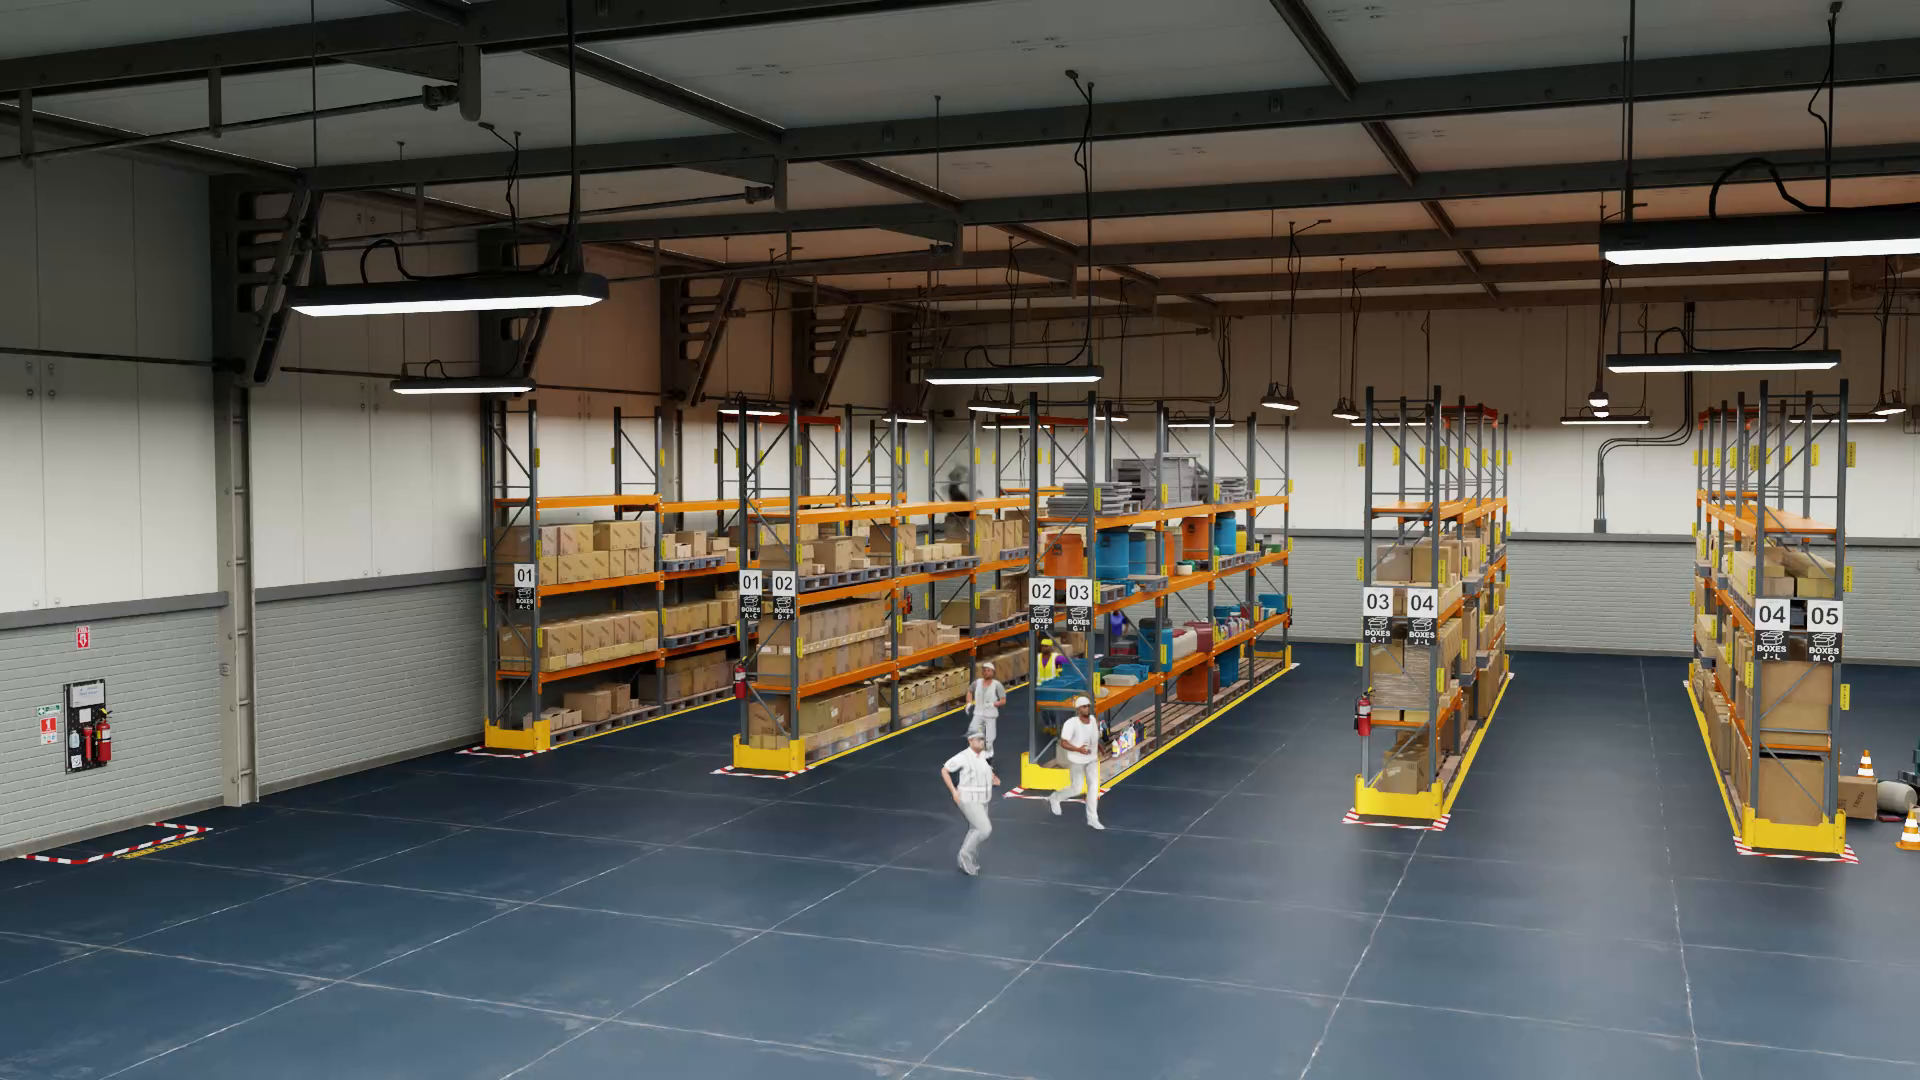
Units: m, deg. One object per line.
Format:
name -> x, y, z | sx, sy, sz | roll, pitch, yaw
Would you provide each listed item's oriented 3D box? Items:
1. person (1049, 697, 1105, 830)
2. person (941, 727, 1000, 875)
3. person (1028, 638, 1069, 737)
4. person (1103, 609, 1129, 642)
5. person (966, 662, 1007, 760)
person -> 1.644, 3.008, 22.670 | 0.710, 1.767, 0.940 | -2, 3, -35
person -> 0.209, 3.132, 19.981 | 0.655, 1.769, 0.651 | 2, 3, 36
person -> 1.569, 2.660, 29.912 | 0.734, 1.779, 0.684 | 1, 3, 24
person -> 3.550, 2.291, 37.915 | 0.579, 1.657, 0.923 | 0, 3, 8
person -> 0.398, 2.816, 26.455 | 0.681, 1.734, 0.596 | 1, 3, 11
